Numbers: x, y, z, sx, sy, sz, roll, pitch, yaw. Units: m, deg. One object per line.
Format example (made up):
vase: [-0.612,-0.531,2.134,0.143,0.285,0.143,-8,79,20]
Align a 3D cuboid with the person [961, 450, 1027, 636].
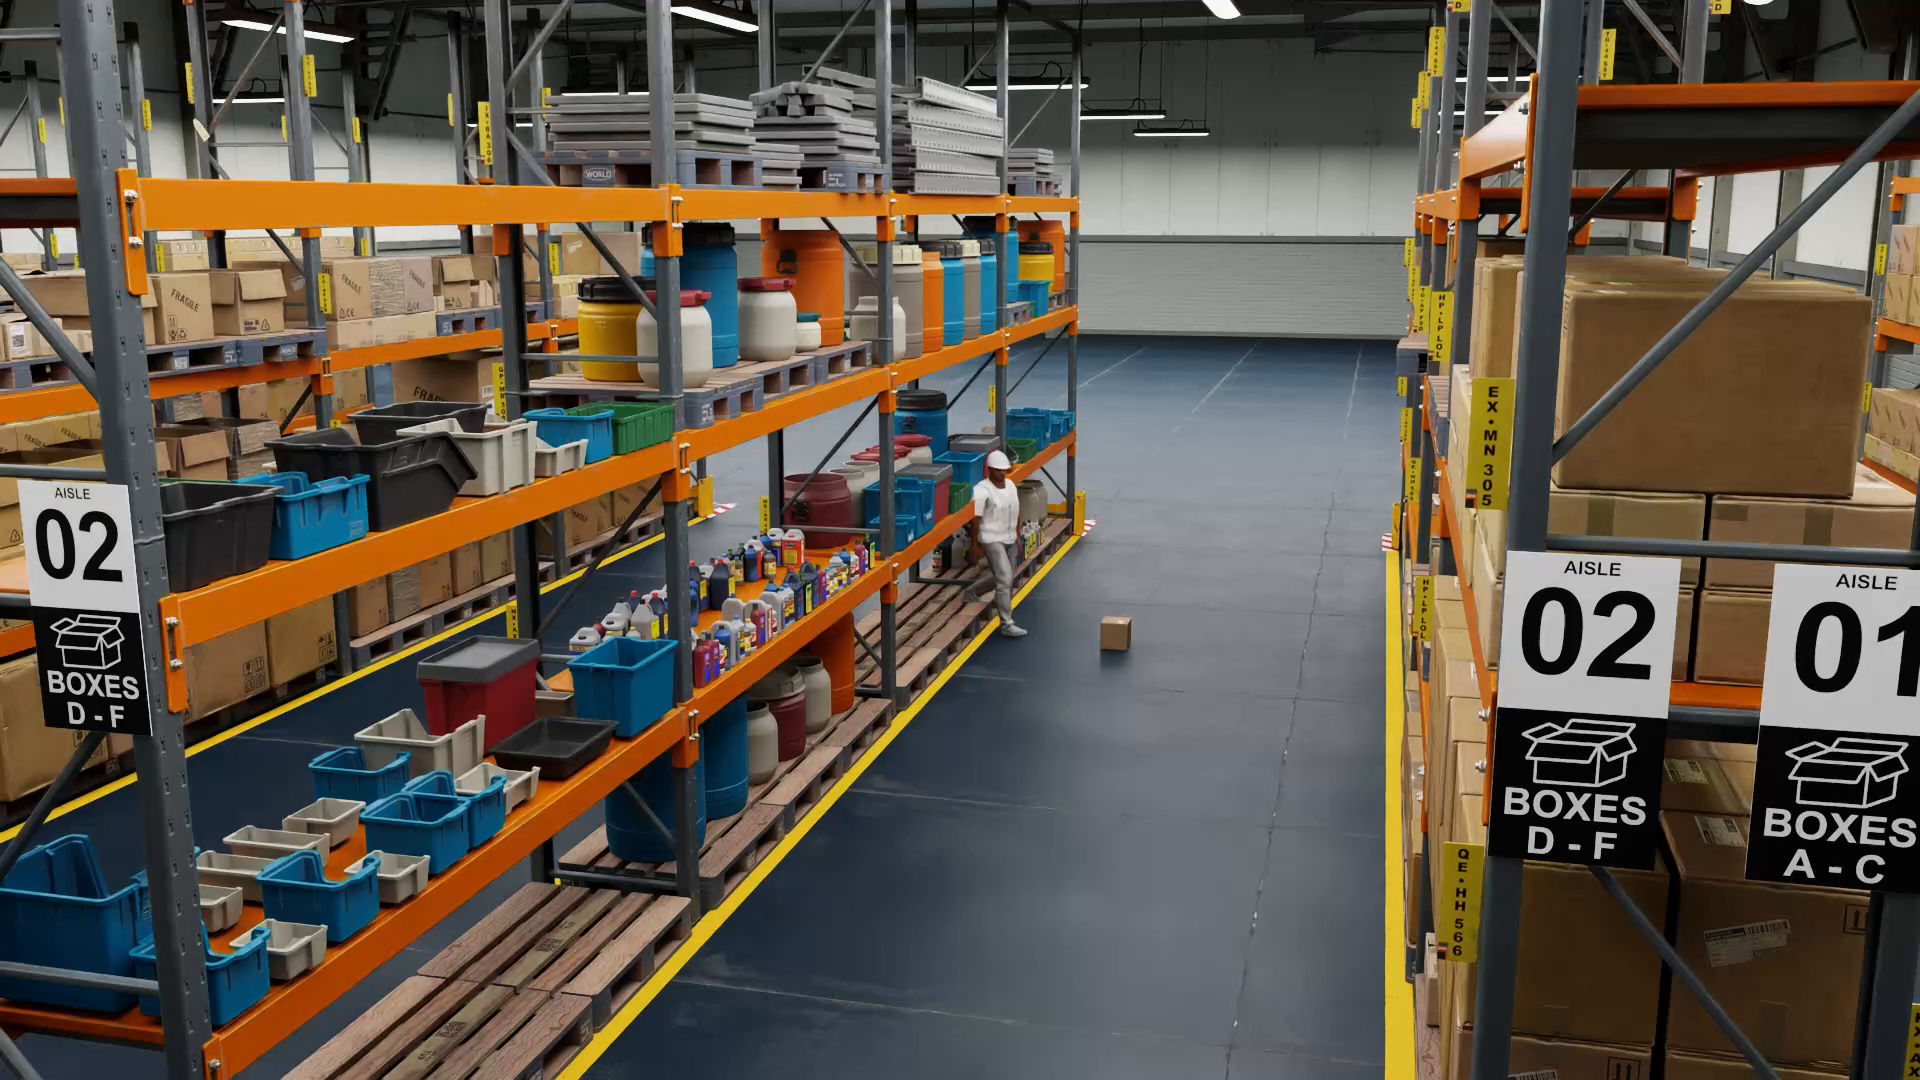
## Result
person: [0.358,0.003,15.885,0.927,1.744,0.614,9,14,38]
